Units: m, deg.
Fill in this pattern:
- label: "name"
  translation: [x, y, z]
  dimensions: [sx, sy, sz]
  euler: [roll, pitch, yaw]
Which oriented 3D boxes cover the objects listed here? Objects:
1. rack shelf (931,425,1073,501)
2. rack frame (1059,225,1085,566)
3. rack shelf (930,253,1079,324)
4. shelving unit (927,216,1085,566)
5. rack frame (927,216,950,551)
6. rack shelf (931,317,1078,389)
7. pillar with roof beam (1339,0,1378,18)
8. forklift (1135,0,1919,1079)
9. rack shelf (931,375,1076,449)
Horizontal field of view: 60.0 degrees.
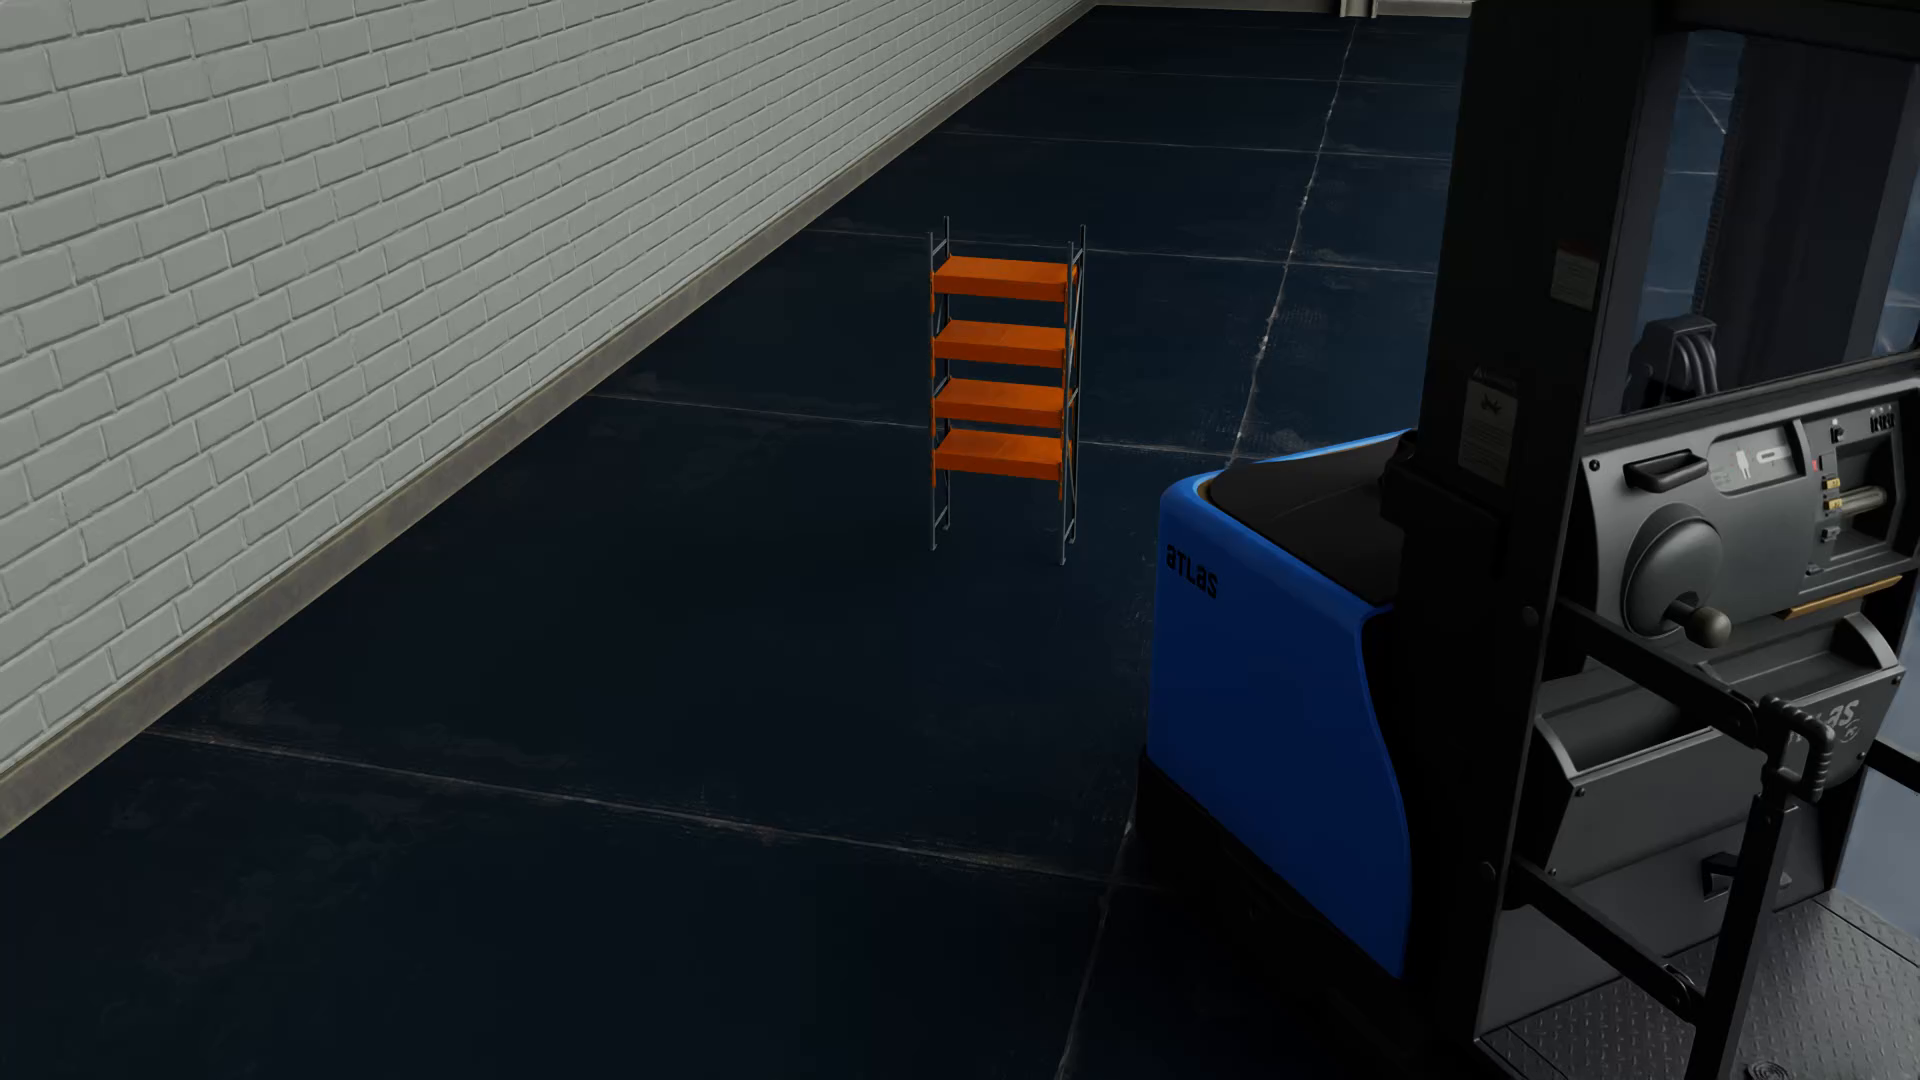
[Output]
- label: "rack shelf"
  translation: [0.160, -0.284, 6.069]
  dimensions: [0.480, 0.148, 0.258]
  euler: [6, 26, 13]
- label: "rack frame"
  translation: [0.397, -0.498, 5.900]
  dimensions: [0.015, 1.200, 0.240]
  euler: [6, 26, 13]
- label: "rack shelf"
  translation: [0.160, -0.879, 5.786]
  dimensions: [0.480, 0.148, 0.258]
  euler: [6, 26, 13]
- label: "shelving unit"
  translation: [0.160, -0.524, 5.955]
  dimensions: [0.503, 1.200, 0.258]
  euler: [6, 26, 13]
- label: "rack frame"
  translation: [-0.076, -0.550, 6.010]
  dimensions: [0.015, 1.200, 0.240]
  euler: [6, 26, 13]
- label: "rack shelf"
  translation: [0.160, -0.665, 5.888]
  dimensions: [0.480, 0.148, 0.258]
  euler: [6, 26, 13]
- label: "pillar with roof beam"
  translation: [3.361, -8.111, 12.819]
  dimensions: [0.400, 9.000, 9.100]
  euler: [6, 26, 13]
- label: "forklift"
  translation: [1.594, -0.030, 2.903]
  dimensions: [1.130, 2.935, 3.031]
  euler: [-12, 28, -24]
- label: "rack shelf"
  translation: [0.160, -0.463, 5.984]
  dimensions: [0.480, 0.148, 0.258]
  euler: [6, 26, 13]
